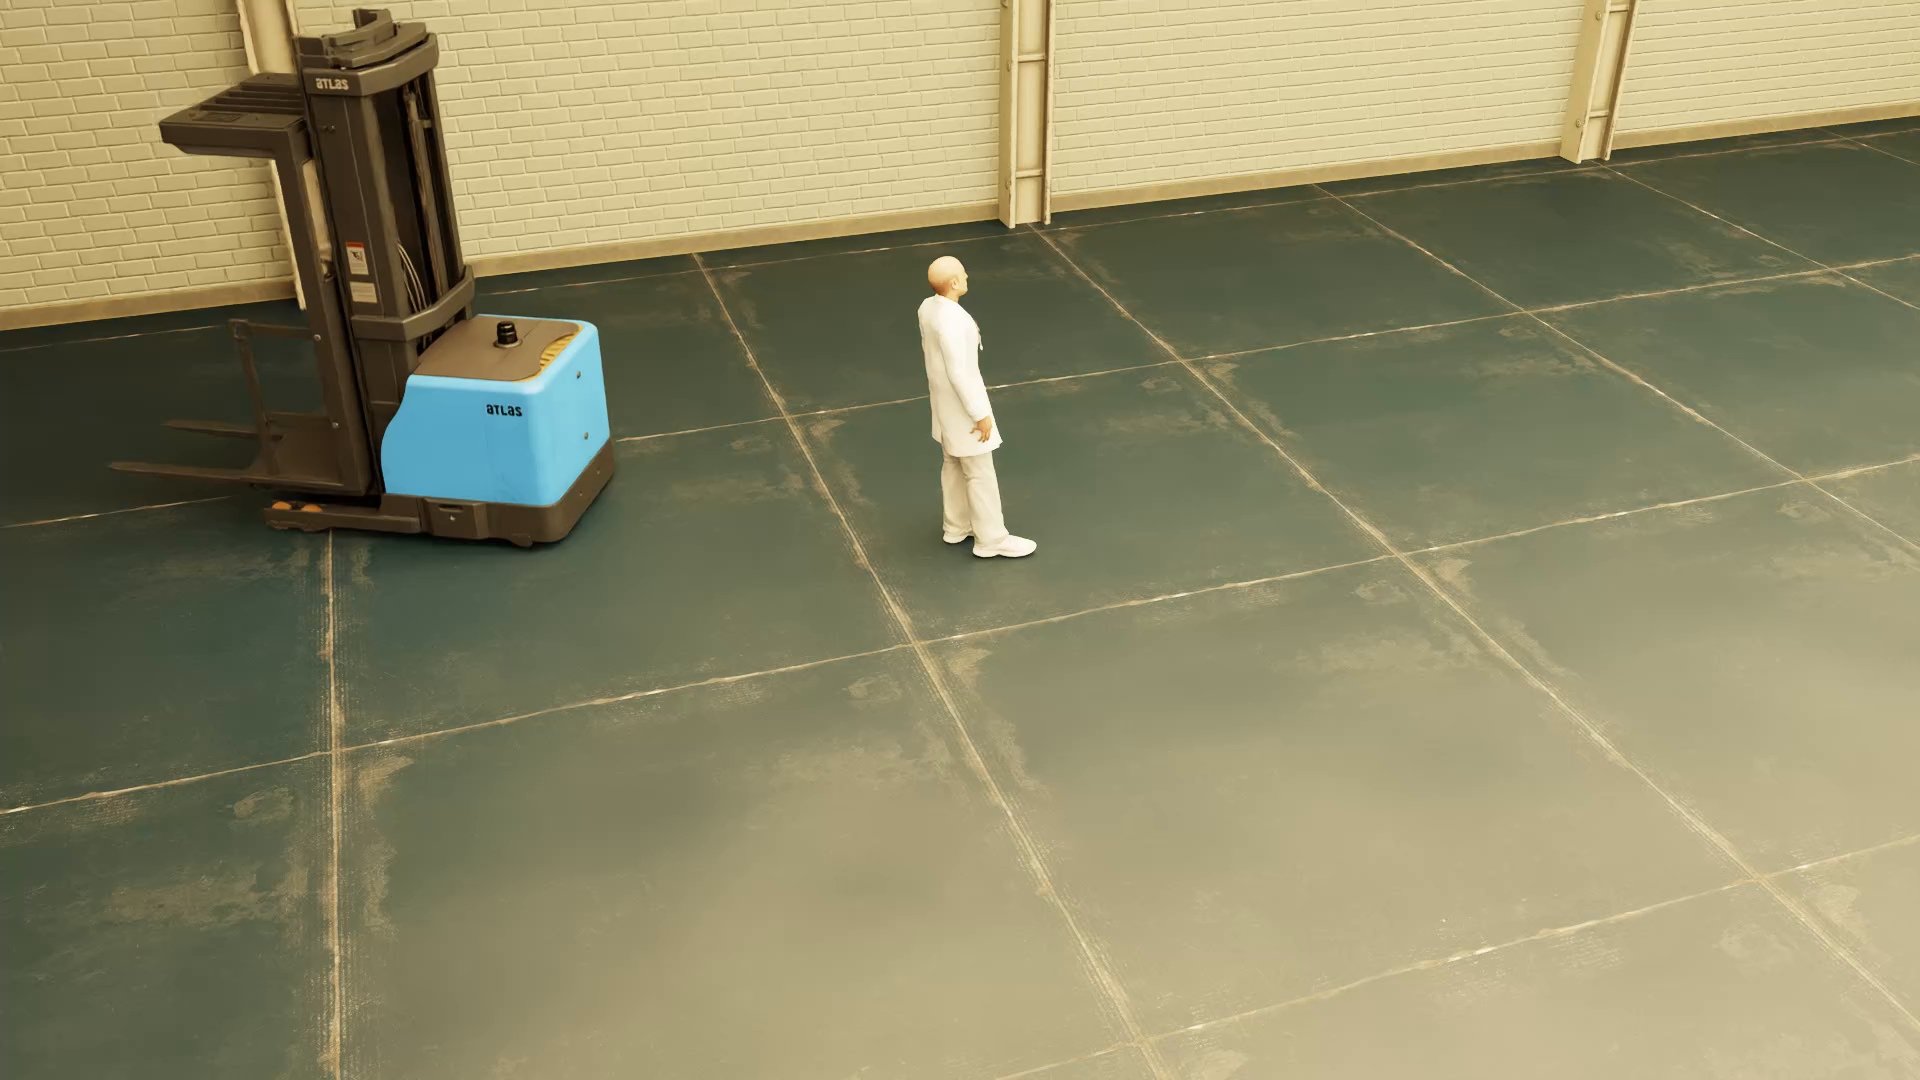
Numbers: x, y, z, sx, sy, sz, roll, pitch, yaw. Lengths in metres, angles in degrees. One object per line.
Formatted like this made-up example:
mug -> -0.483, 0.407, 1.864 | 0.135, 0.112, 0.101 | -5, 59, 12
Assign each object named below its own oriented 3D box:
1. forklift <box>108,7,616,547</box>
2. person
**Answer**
forklift -> -3.772, -1.569, 9.815 | 3.031, 2.935, 1.130 | 5, 30, 8
person -> 0.088, -0.790, 9.601 | 0.578, 1.778, 0.696 | -10, 31, -16
